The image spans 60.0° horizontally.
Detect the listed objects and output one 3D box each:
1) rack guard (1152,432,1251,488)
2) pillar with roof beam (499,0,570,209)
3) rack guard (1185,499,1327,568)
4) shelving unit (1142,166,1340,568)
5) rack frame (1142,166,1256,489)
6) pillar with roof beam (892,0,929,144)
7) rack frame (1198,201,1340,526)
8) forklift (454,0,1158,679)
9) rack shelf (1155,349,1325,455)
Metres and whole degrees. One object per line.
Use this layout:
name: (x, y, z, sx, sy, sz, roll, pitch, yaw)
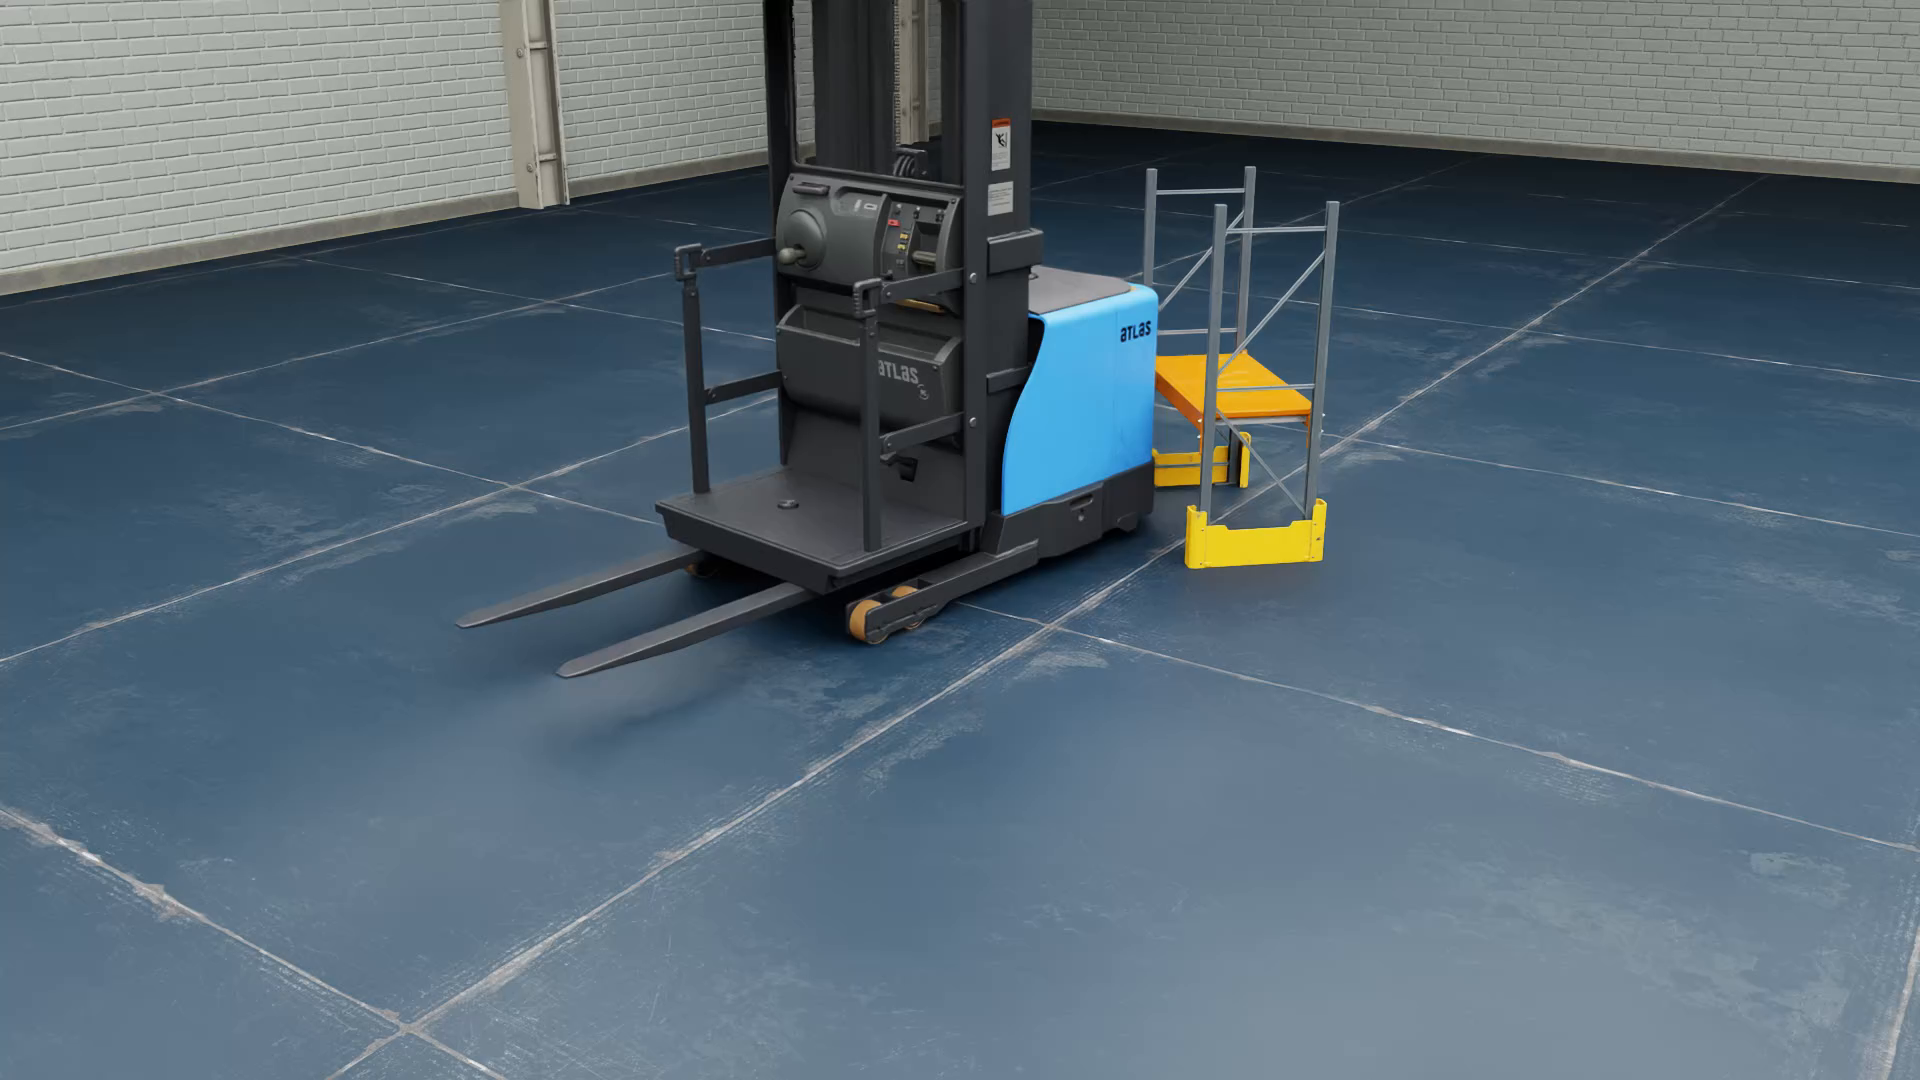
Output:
rack guard: (1.083, -0.369, 7.901, 0.587, 0.250, 0.087, -3, 21, -8)
pillar with roof beam: (-0.429, -6.590, 12.111, 9.100, 9.000, 0.400, 13, 24, 32)
rack guard: (1.240, -0.027, 6.979, 0.587, 0.250, 0.087, -3, 21, -8)
shelving unit: (1.162, -0.784, 7.223, 0.587, 1.500, 1.083, -3, 21, -8)
rack frame: (1.080, -0.961, 7.702, 0.500, 1.500, 0.032, -3, 21, -8)
pillar with roof beam: (2.944, -8.312, 16.765, 9.100, 9.000, 0.400, 13, 24, 32)
rack frame: (1.240, -0.613, 6.761, 0.500, 1.500, 0.032, -3, 21, -8)
forklift: (-0.507, -1.183, 6.237, 1.130, 2.935, 3.031, 18, 27, 39)
rack shelf: (1.160, -0.619, 7.294, 0.538, 0.185, 1.000, -3, 21, -8)
